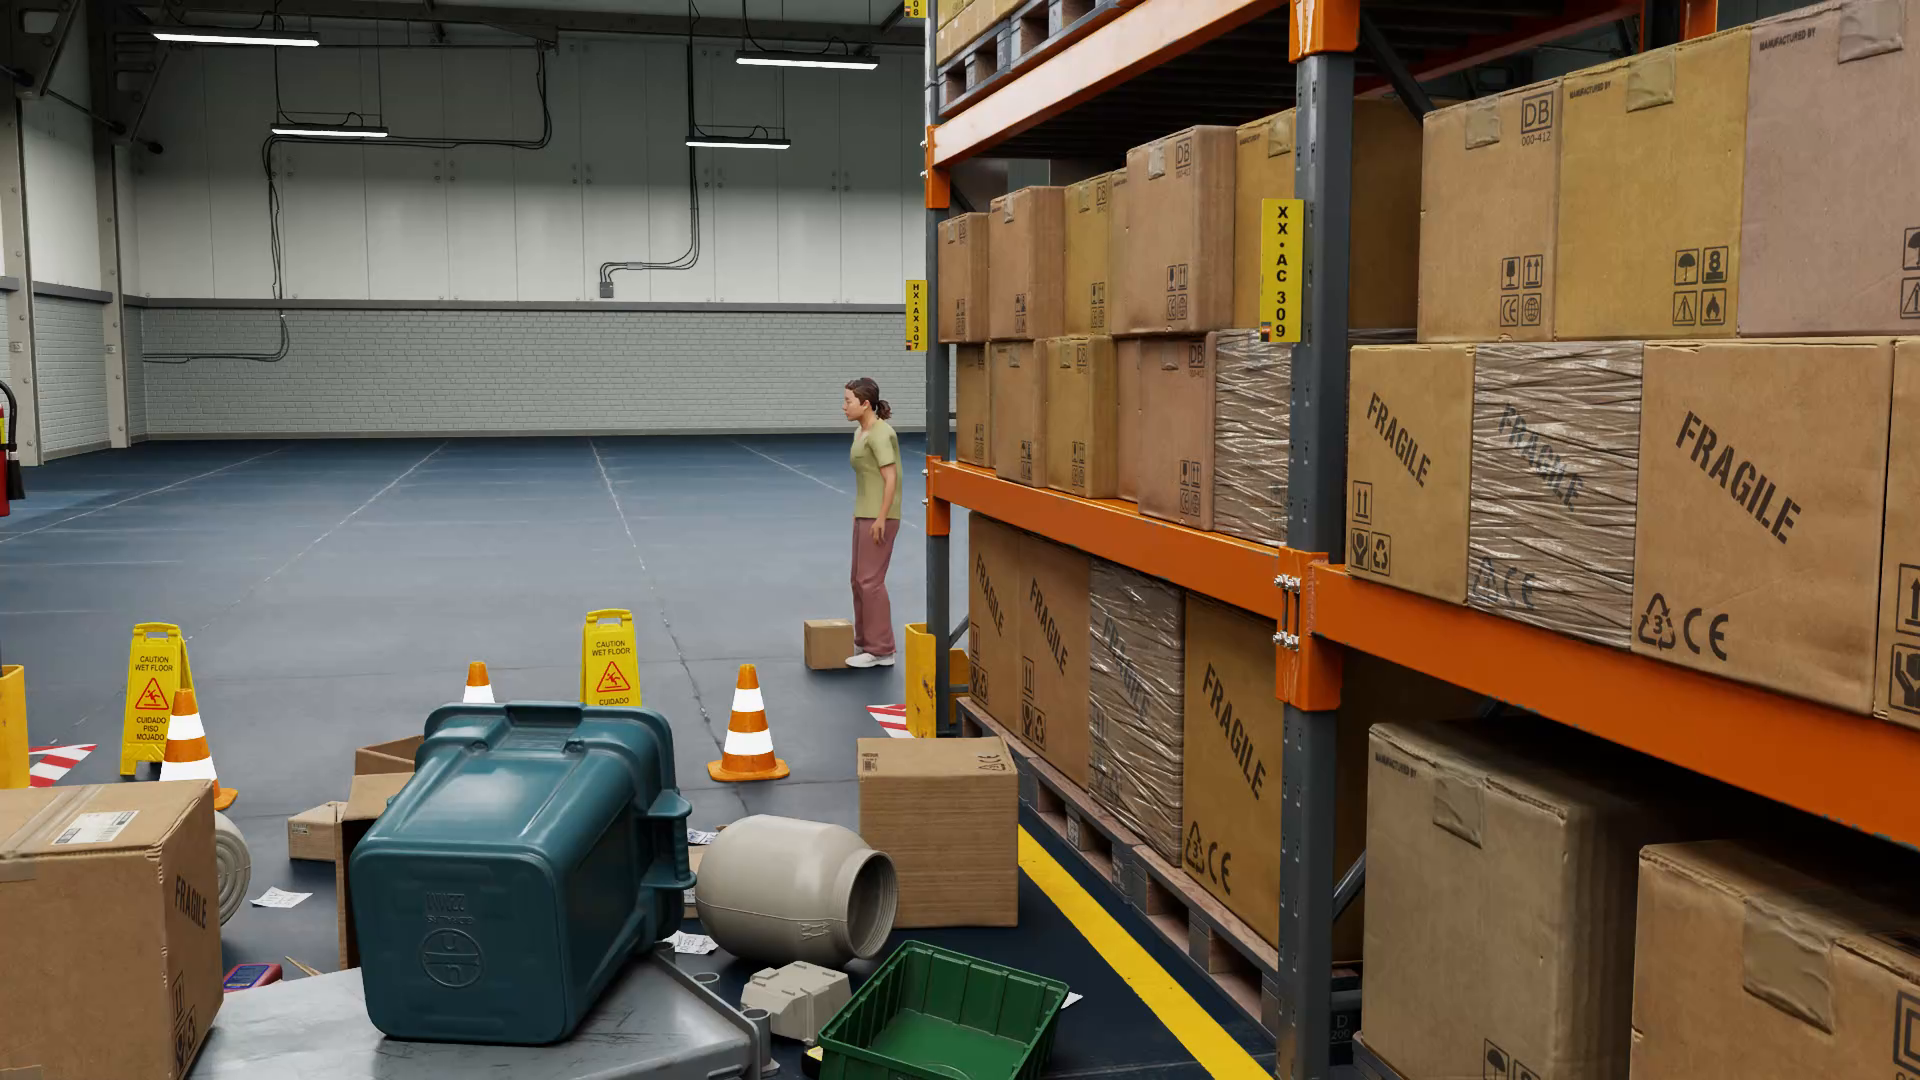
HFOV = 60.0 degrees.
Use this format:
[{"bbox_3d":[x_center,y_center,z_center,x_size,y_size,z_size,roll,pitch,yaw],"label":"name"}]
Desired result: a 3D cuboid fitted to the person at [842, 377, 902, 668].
[{"bbox_3d":[-0.525,-0.095,9.655,0.359,1.643,0.521,-2,6,-17],"label":"person"}]
